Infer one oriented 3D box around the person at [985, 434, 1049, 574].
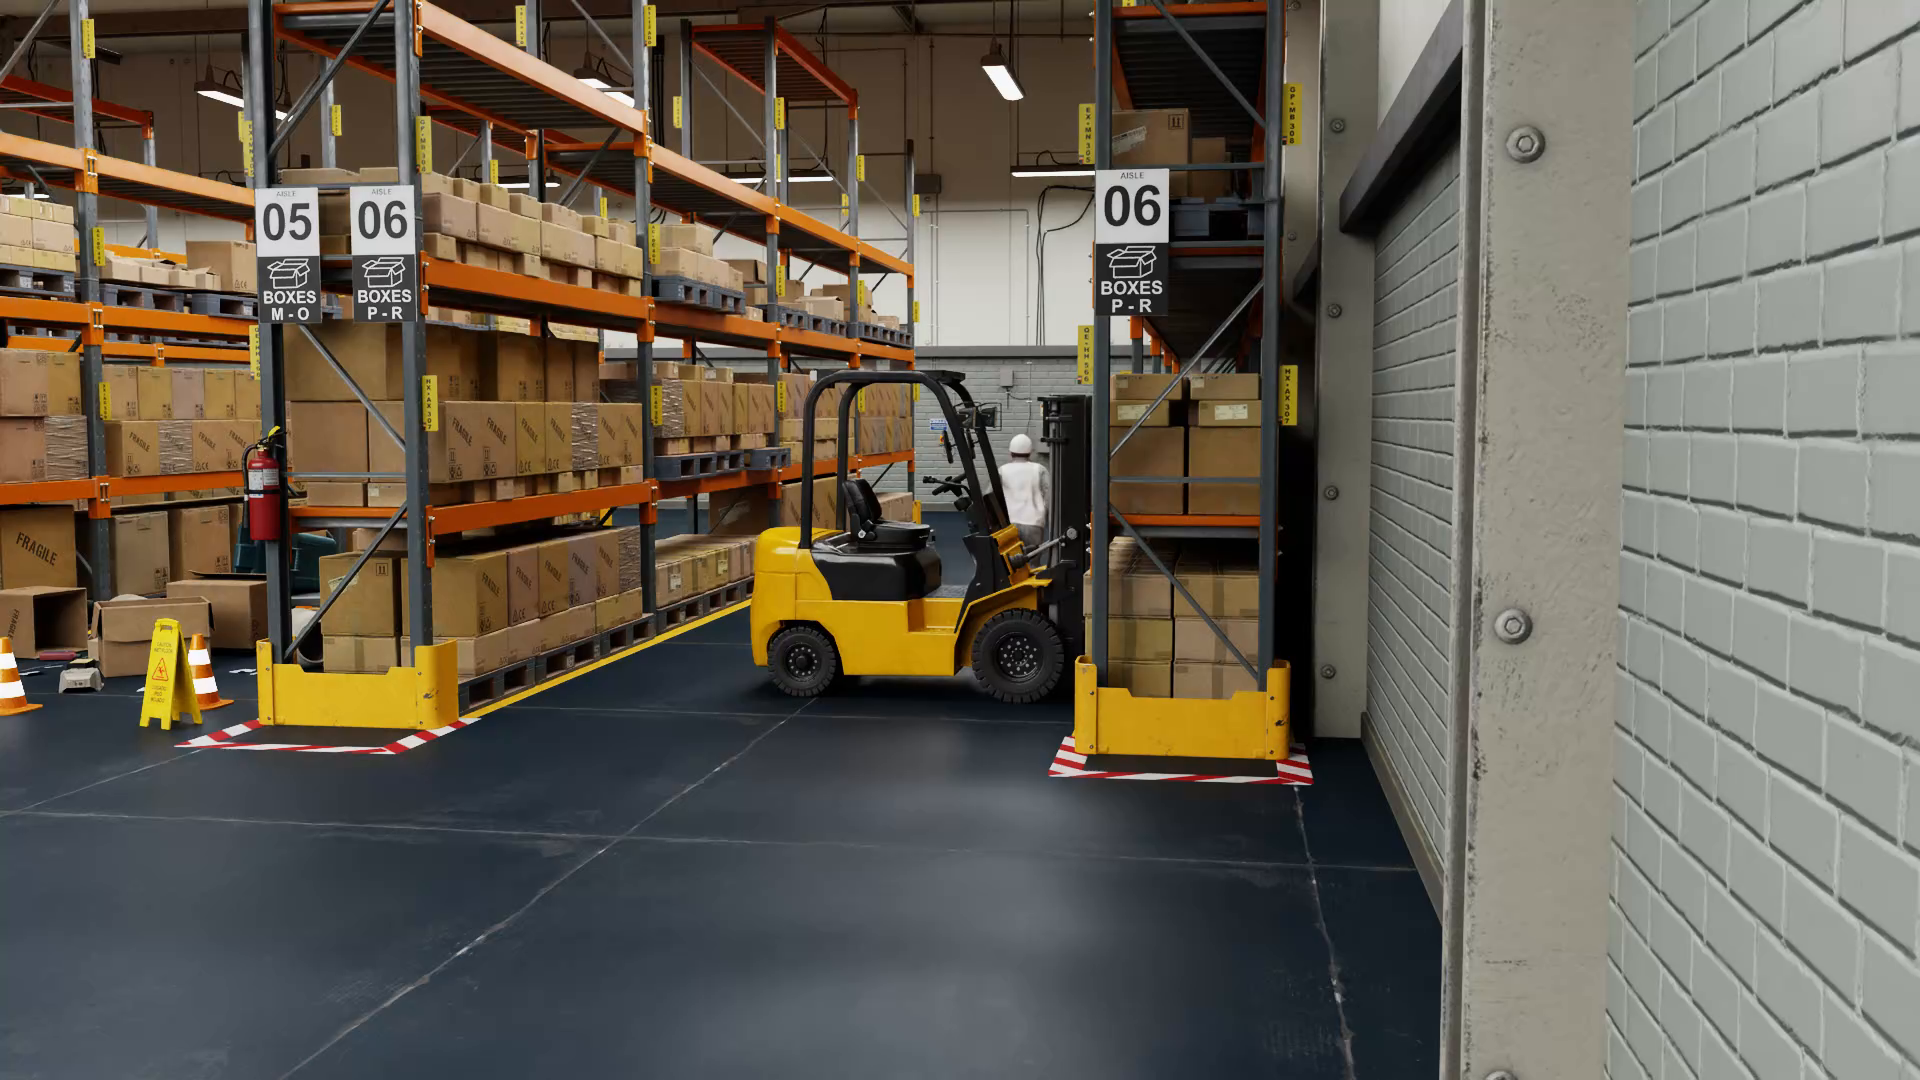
[{"bbox_3d":[0.556,-0.124,15.193,0.677,1.679,0.695,0,4,0],"label":"person"}]
